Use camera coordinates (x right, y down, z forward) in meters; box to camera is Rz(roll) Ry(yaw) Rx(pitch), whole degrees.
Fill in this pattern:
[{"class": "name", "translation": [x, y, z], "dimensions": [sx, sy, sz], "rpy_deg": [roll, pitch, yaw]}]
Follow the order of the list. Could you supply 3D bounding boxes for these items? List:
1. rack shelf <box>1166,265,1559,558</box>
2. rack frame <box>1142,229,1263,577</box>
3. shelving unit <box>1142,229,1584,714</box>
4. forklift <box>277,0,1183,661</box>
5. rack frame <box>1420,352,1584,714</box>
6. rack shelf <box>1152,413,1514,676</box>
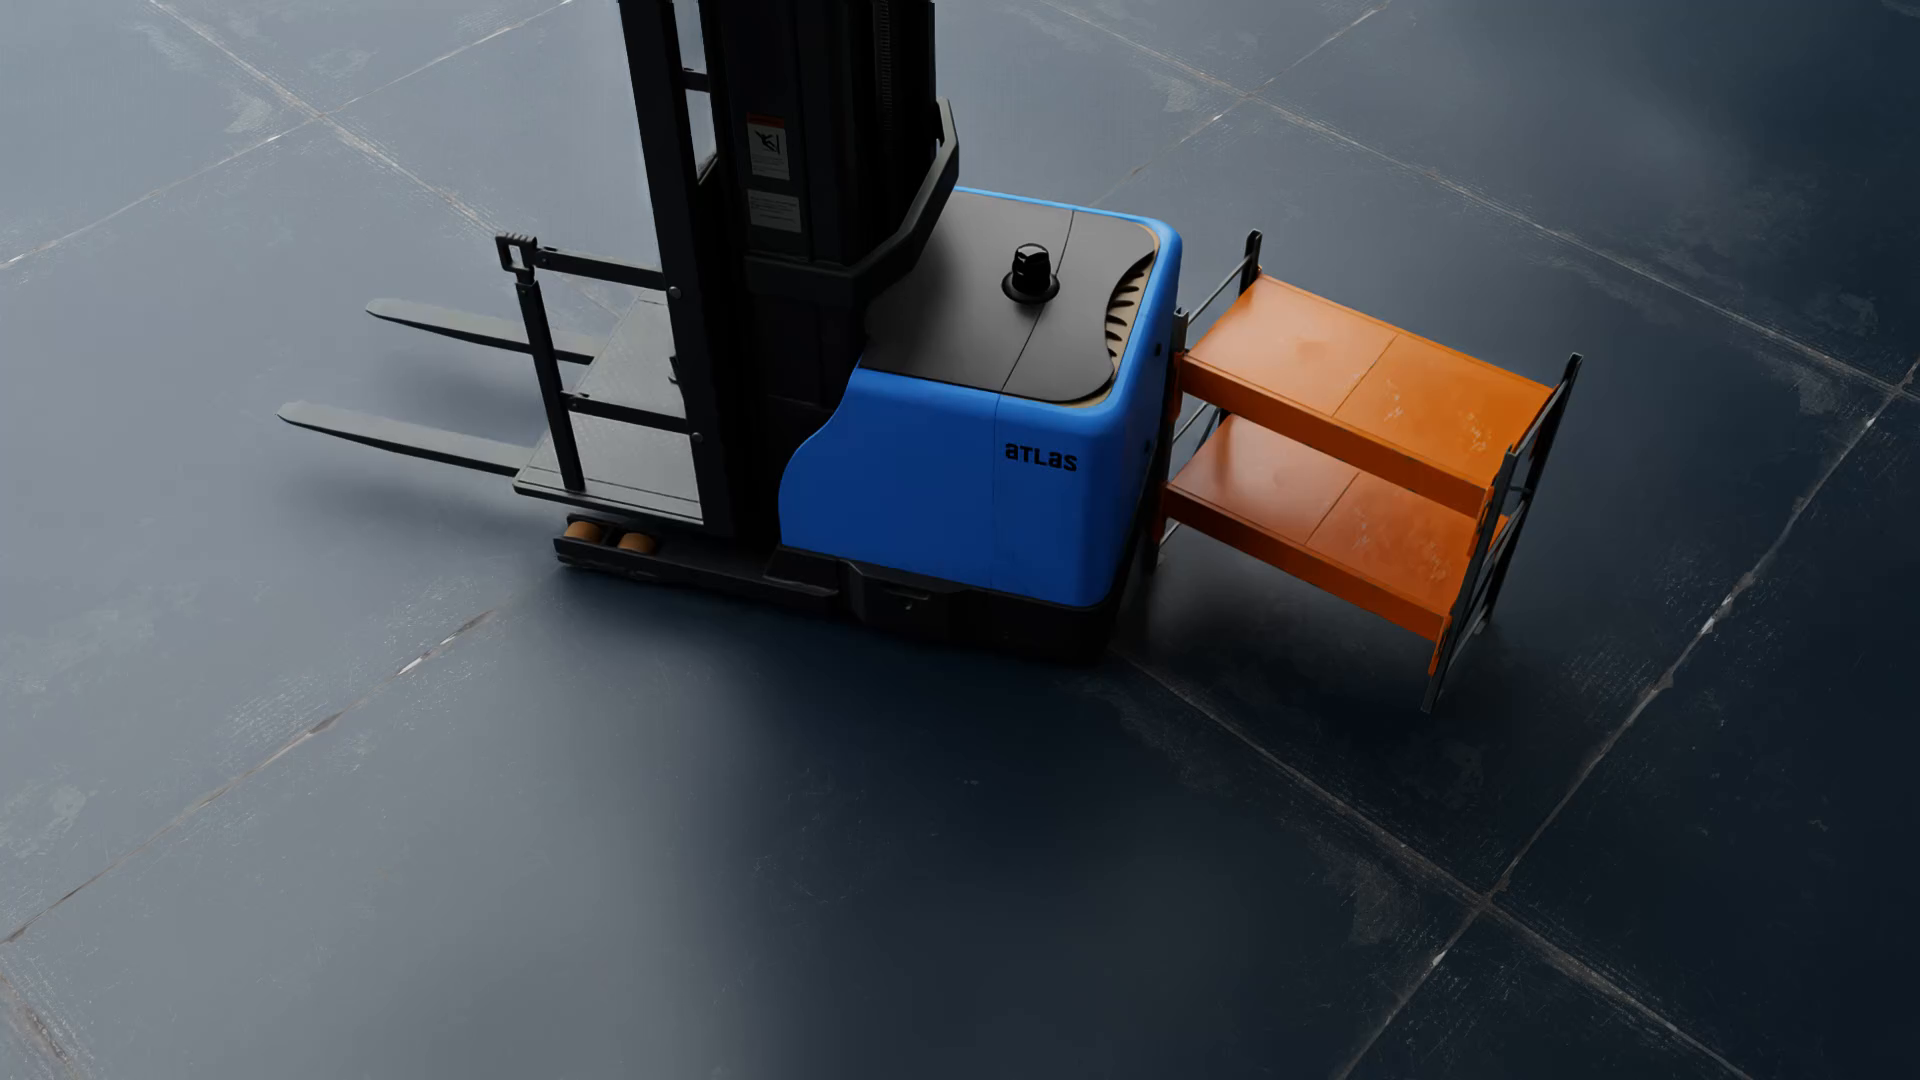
[{"class": "rack shelf", "translation": [1.190, -0.404, 4.956], "dimensions": [1.000, 0.278, 0.538], "rpy_deg": [27, 52, 23]}, {"class": "rack frame", "translation": [0.773, -0.415, 5.368], "dimensions": [0.032, 1.125, 0.500], "rpy_deg": [27, 52, 23]}, {"class": "shelving unit", "translation": [1.190, -0.204, 5.170], "dimensions": [1.048, 1.125, 0.538], "rpy_deg": [27, 52, 23]}, {"class": "forklift", "translation": [-0.863, -1.224, 4.889], "dimensions": [3.031, 2.935, 1.130], "rpy_deg": [12, 48, 11]}, {"class": "rack frame", "translation": [1.607, 0.008, 4.971], "dimensions": [0.032, 1.125, 0.500], "rpy_deg": [27, 52, 23]}, {"class": "rack shelf", "translation": [1.190, -0.036, 5.348], "dimensions": [1.000, 0.278, 0.538], "rpy_deg": [27, 52, 23]}]
